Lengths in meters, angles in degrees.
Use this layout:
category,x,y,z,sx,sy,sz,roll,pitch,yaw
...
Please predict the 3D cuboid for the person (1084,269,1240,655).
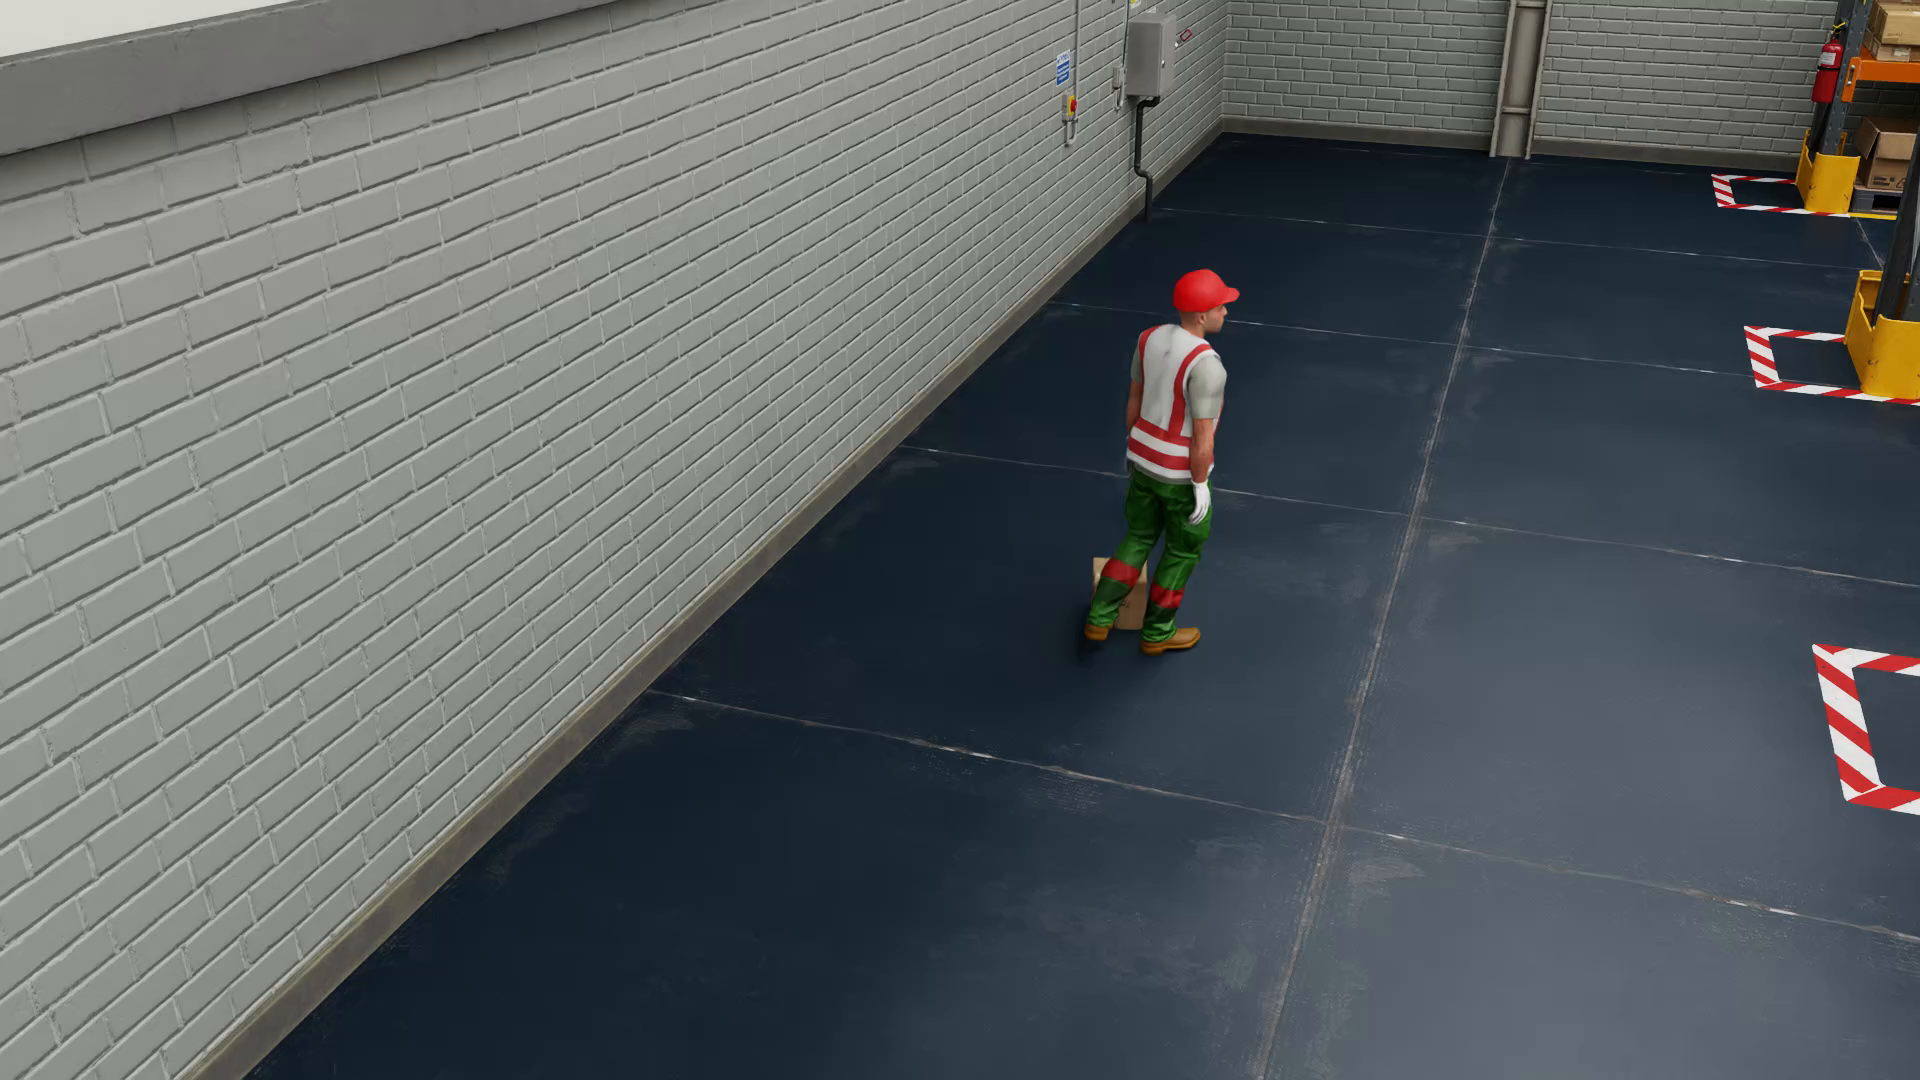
category,x,y,z,sx,sy,sz,roll,pitch,yaw
person,0.859,-0.300,7.216,0.578,1.778,0.579,-16,30,-30
